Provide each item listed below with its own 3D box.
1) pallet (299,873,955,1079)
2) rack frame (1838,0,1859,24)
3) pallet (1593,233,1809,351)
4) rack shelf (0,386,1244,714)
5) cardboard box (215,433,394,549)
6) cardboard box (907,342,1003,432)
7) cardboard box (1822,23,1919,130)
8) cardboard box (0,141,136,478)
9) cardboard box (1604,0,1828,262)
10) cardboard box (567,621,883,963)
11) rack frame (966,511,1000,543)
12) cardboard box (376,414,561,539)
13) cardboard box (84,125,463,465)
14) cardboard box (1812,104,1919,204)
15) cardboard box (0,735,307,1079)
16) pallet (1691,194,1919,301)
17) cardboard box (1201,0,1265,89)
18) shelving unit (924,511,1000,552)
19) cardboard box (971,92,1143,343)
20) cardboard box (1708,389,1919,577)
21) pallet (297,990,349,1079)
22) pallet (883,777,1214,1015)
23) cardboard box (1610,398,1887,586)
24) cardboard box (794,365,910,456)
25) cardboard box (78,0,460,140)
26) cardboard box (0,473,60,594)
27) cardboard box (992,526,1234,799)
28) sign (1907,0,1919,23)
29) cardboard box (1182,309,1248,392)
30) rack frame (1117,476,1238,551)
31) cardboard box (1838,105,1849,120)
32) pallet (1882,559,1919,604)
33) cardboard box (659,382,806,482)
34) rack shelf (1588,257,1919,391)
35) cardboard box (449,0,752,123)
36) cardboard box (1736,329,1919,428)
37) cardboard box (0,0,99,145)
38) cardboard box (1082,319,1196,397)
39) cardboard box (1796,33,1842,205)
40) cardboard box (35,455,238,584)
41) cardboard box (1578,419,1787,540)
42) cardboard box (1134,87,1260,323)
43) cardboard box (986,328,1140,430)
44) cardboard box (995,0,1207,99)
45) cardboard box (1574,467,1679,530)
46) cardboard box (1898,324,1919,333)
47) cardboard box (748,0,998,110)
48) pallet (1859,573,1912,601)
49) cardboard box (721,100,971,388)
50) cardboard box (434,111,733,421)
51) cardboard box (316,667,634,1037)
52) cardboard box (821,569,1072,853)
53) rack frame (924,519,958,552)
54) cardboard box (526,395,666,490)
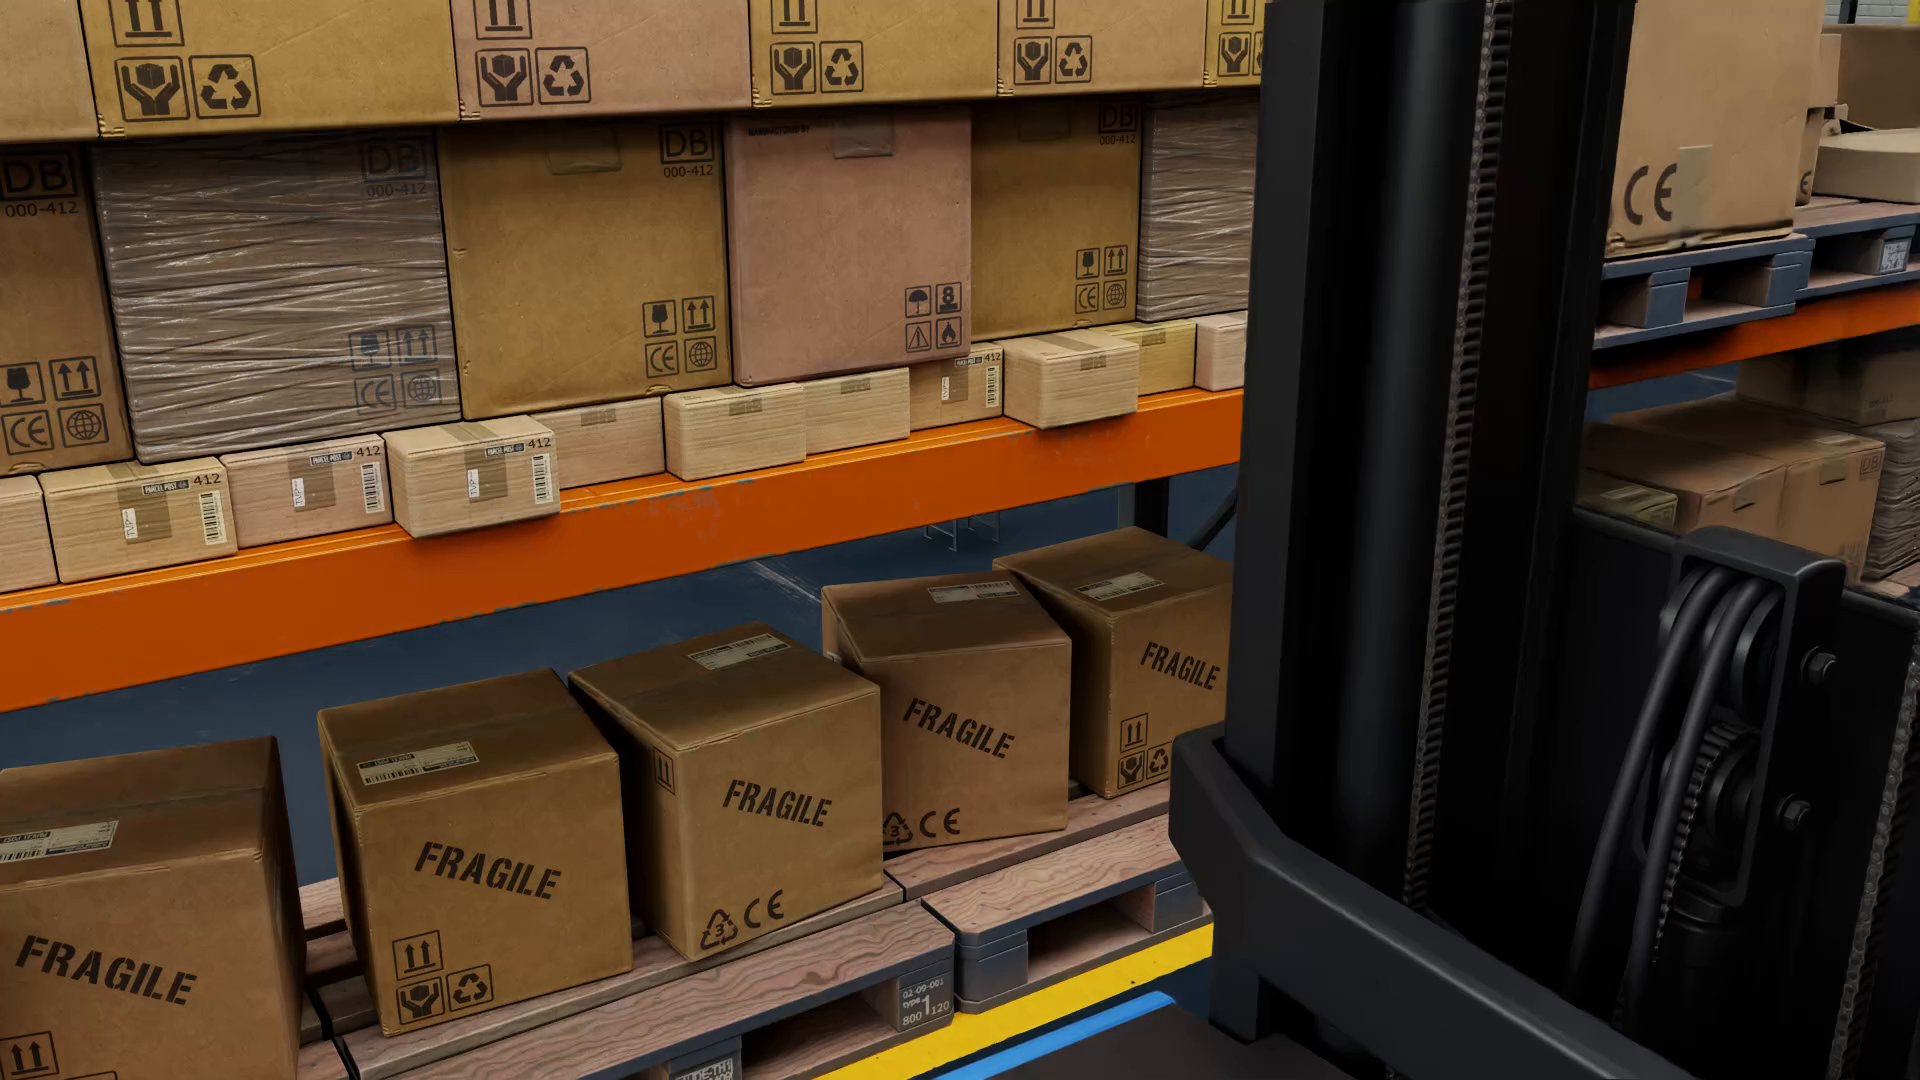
[{"bbox_3d":[-0.776,0.925,3.680,1.213,0.211,1.003,-12,22,-31],"label":"pallet"},{"bbox_3d":[8.084,-4.179,14.421,0.127,3.000,1.000,-12,22,-31],"label":"rack frame"},{"bbox_3d":[1.504,-0.745,4.564,1.213,0.211,1.003,-12,22,-31],"label":"pallet"},{"bbox_3d":[-0.885,-0.047,3.324,4.000,0.370,1.077,-12,22,-31],"label":"rack shelf"},{"bbox_3d":[-1.146,-0.125,2.823,0.250,0.149,0.380,-12,22,-31],"label":"cardboard box"},{"bbox_3d":[-0.117,-0.353,3.496,0.250,0.149,0.380,-12,22,-31],"label":"cardboard box"},{"bbox_3d":[3.286,-1.460,5.568,0.500,0.500,0.700,-8,20,-23],"label":"cardboard box"},{"bbox_3d":[-1.729,-0.434,2.723,0.500,0.500,0.875,-12,22,-31],"label":"cardboard box"},{"bbox_3d":[1.526,-1.326,4.390,1.000,1.000,1.000,-12,22,-31],"label":"cardboard box"},{"bbox_3d":[-0.520,0.538,3.717,0.500,0.500,0.500,-14,23,-36],"label":"cardboard box"},{"bbox_3d":[0.092,-0.446,6.658,0.006,0.900,0.240,-12,22,-31],"label":"rack frame"},{"bbox_3d":[-0.880,-0.141,2.871,0.250,0.149,0.380,-12,22,-31],"label":"cardboard box"},{"bbox_3d":[-1.288,-0.510,2.949,0.500,0.500,0.875,-12,22,-31],"label":"cardboard box"},{"bbox_3d":[2.882,-1.214,5.206,0.258,0.266,0.396,-13,22,-33],"label":"cardboard box"},{"bbox_3d":[-1.544,0.730,3.150,0.500,0.500,0.500,-6,20,-17],"label":"cardboard box"},{"bbox_3d":[2.495,-0.994,5.301,1.213,0.211,1.003,-12,22,-31],"label":"pallet"},{"bbox_3d":[0.561,-1.249,3.574,0.500,0.500,0.500,-12,22,-31],"label":"cardboard box"},{"bbox_3d":[0.007,-0.428,6.605,0.210,0.900,0.258,-12,22,-31],"label":"shelving unit"},{"bbox_3d":[-0.061,-0.787,3.769,0.500,0.500,0.875,-12,22,-31],"label":"cardboard box"},{"bbox_3d":[3.121,-0.244,6.000,0.500,0.500,0.700,-14,23,-36],"label":"cardboard box"},{"bbox_3d":[-1.794,1.138,3.048,1.213,0.211,1.003,-12,22,-31],"label":"pallet"},{"bbox_3d":[0.244,0.709,4.319,1.213,0.211,1.003,-12,22,-31],"label":"pallet"},{"bbox_3d":[2.652,-0.143,5.699,0.500,0.500,0.700,-10,21,-27],"label":"cardboard box"},{"bbox_3d":[-0.304,-0.298,3.334,0.250,0.149,0.380,-12,22,-31],"label":"cardboard box"},{"bbox_3d":[-1.108,-0.896,2.530,0.500,0.500,0.500,-12,22,-31],"label":"cardboard box"},{"bbox_3d":[-1.552,-0.031,2.547,0.250,0.149,0.380,-12,22,-31],"label":"cardboard box"},{"bbox_3d":[0.429,0.305,4.407,0.500,0.500,0.500,-13,22,-33],"label":"cardboard box"},{"bbox_3d":[3.818,-2.141,6.586,0.005,0.325,0.100,-12,22,-31],"label":"sign"},{"bbox_3d":[0.554,-0.463,3.823,0.250,0.149,0.380,-12,22,-31],"label":"cardboard box"},{"bbox_3d":[0.786,-0.740,4.250,0.127,3.000,1.000,-12,22,-31],"label":"rack frame"},{"bbox_3d":[2.600,-1.339,5.600,0.500,0.250,0.500,-13,22,-33],"label":"cardboard box"},{"bbox_3d":[3.473,0.014,6.375,1.213,0.211,1.003,-12,22,-31],"label":"pallet"},{"bbox_3d":[-0.493,-0.244,3.176,0.250,0.149,0.380,-12,22,-31],"label":"cardboard box"},{"bbox_3d":[2.456,-0.752,5.408,4.000,0.370,1.077,-12,22,-31],"label":"rack shelf"},{"bbox_3d":[-0.693,-0.986,2.795,0.500,0.500,0.500,-12,22,-31],"label":"cardboard box"},{"bbox_3d":[3.146,-0.602,5.887,0.500,0.250,0.500,-9,21,-25],"label":"cardboard box"},{"bbox_3d":[-1.524,-0.808,2.268,0.500,0.500,0.500,-12,22,-31],"label":"cardboard box"},{"bbox_3d":[0.312,-0.435,3.741,0.250,0.149,0.380,-12,22,-31],"label":"cardboard box"},{"bbox_3d":[2.183,-1.318,5.143,0.637,0.503,0.797,-9,21,-26],"label":"cardboard box"},{"bbox_3d":[-1.340,-0.074,2.671,0.250,0.149,0.380,-12,22,-31],"label":"cardboard box"},{"bbox_3d":[2.186,-0.044,5.409,0.500,0.500,0.700,-14,23,-36],"label":"cardboard box"},{"bbox_3d":[0.376,-0.866,4.001,0.500,0.500,0.875,-12,22,-31],"label":"cardboard box"},{"bbox_3d":[0.164,-0.361,3.522,0.250,0.149,0.380,-12,22,-31],"label":"cardboard box"},{"bbox_3d":[0.144,-1.161,3.313,0.500,0.500,0.500,-12,22,-31],"label":"cardboard box"},{"bbox_3d":[1.719,0.054,5.117,0.500,0.500,0.700,-12,22,-32],"label":"cardboard box"},{"bbox_3d":[3.583,-0.698,6.171,0.500,0.250,0.500,-11,22,-29],"label":"cardboard box"},{"bbox_3d":[-0.274,-1.073,3.053,0.500,0.500,0.500,-12,22,-31],"label":"cardboard box"},{"bbox_3d":[2.455,0.227,5.743,1.213,0.211,1.003,-12,22,-31],"label":"pallet"},{"bbox_3d":[-0.423,-0.672,3.428,0.500,0.500,0.875,-12,22,-31],"label":"cardboard box"},{"bbox_3d":[-0.864,-0.595,3.201,0.500,0.500,0.875,-12,22,-31],"label":"cardboard box"},{"bbox_3d":[-1.011,0.624,3.461,0.500,0.500,0.500,-10,21,-26],"label":"cardboard box"},{"bbox_3d":[-0.045,0.408,4.102,0.500,0.500,0.500,-5,19,-14],"label":"cardboard box"},{"bbox_3d":[-0.078,-0.410,6.552,0.006,0.900,0.240,-12,22,-31],"label":"rack frame"},{"bbox_3d":[-0.744,-0.221,3.106,0.250,0.149,0.380,-12,22,-31],"label":"cardboard box"}]
